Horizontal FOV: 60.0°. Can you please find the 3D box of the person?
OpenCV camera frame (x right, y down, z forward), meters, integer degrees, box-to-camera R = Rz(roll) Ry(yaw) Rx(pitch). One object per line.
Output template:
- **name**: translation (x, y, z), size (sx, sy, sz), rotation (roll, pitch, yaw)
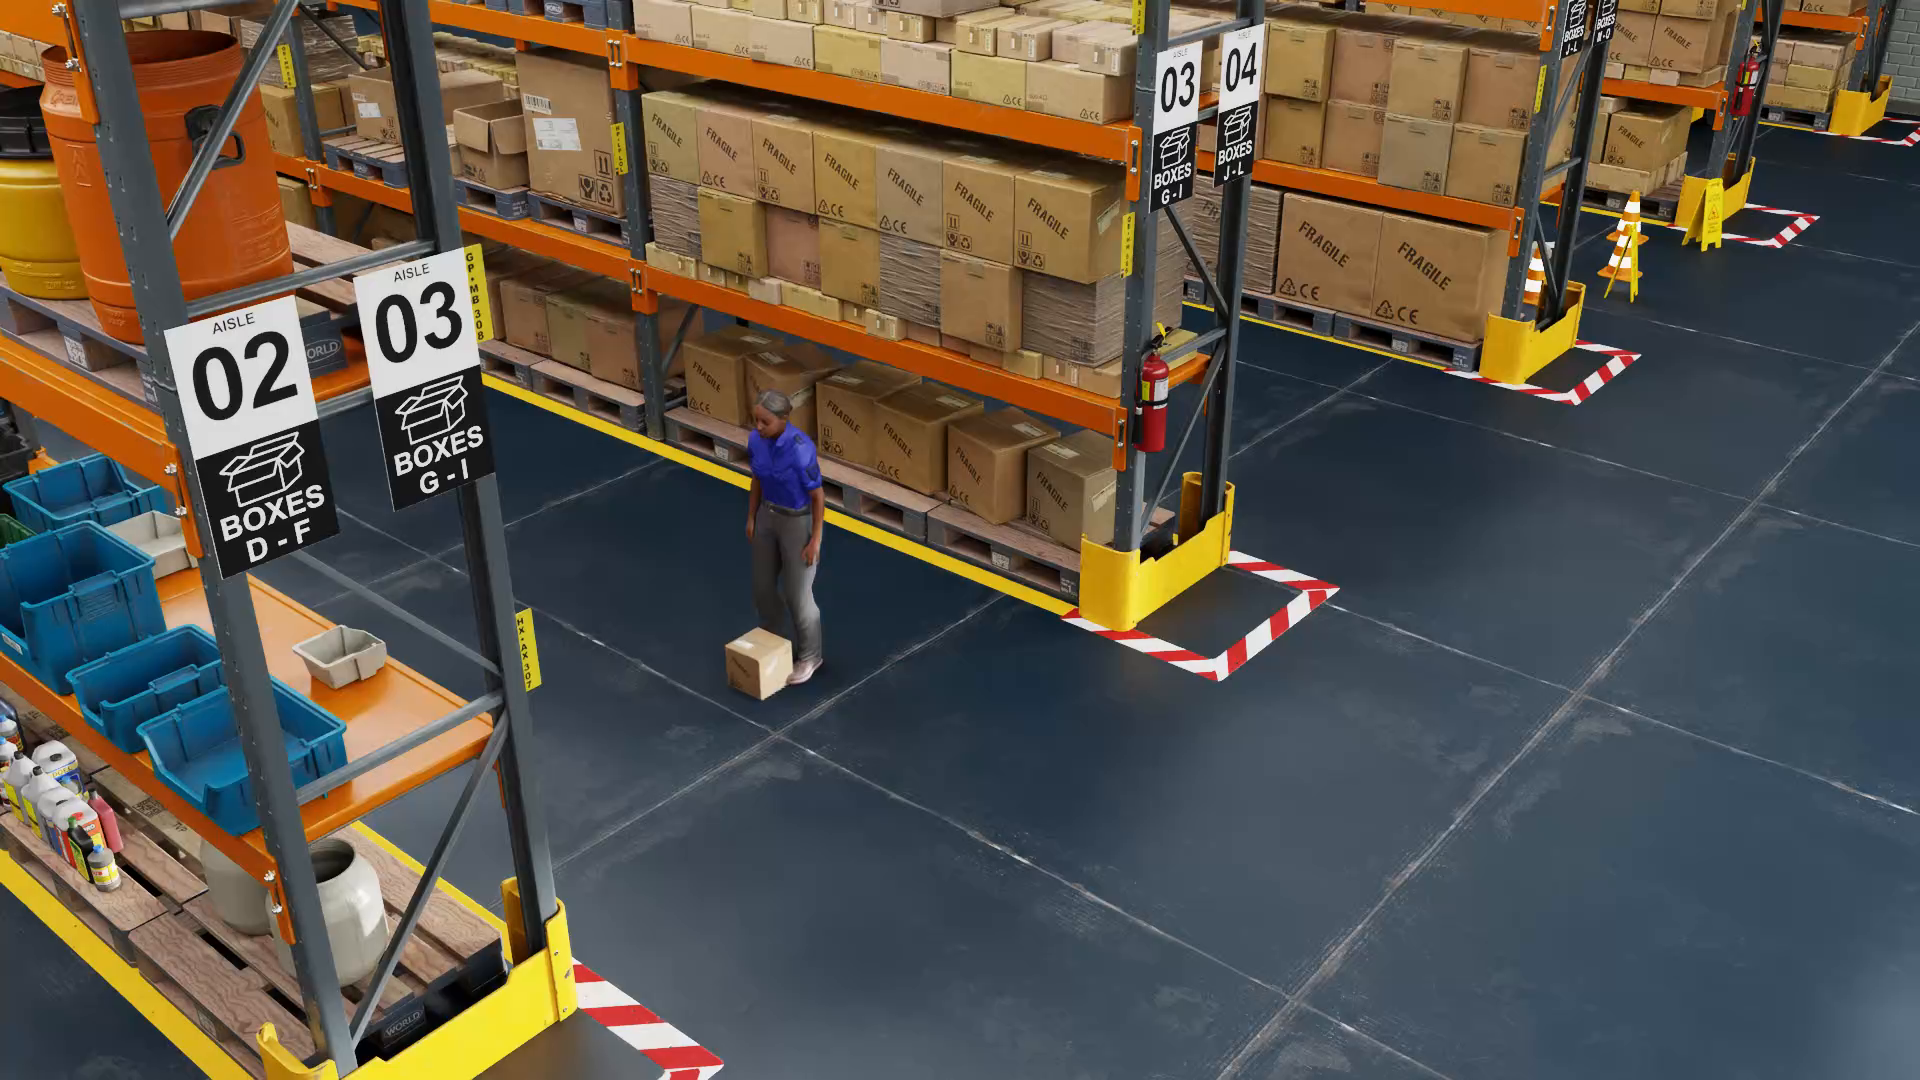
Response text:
- **person**: translation (-0.929, -0.051, 8.724), size (0.512, 1.653, 0.348), rotation (19, 33, 32)
